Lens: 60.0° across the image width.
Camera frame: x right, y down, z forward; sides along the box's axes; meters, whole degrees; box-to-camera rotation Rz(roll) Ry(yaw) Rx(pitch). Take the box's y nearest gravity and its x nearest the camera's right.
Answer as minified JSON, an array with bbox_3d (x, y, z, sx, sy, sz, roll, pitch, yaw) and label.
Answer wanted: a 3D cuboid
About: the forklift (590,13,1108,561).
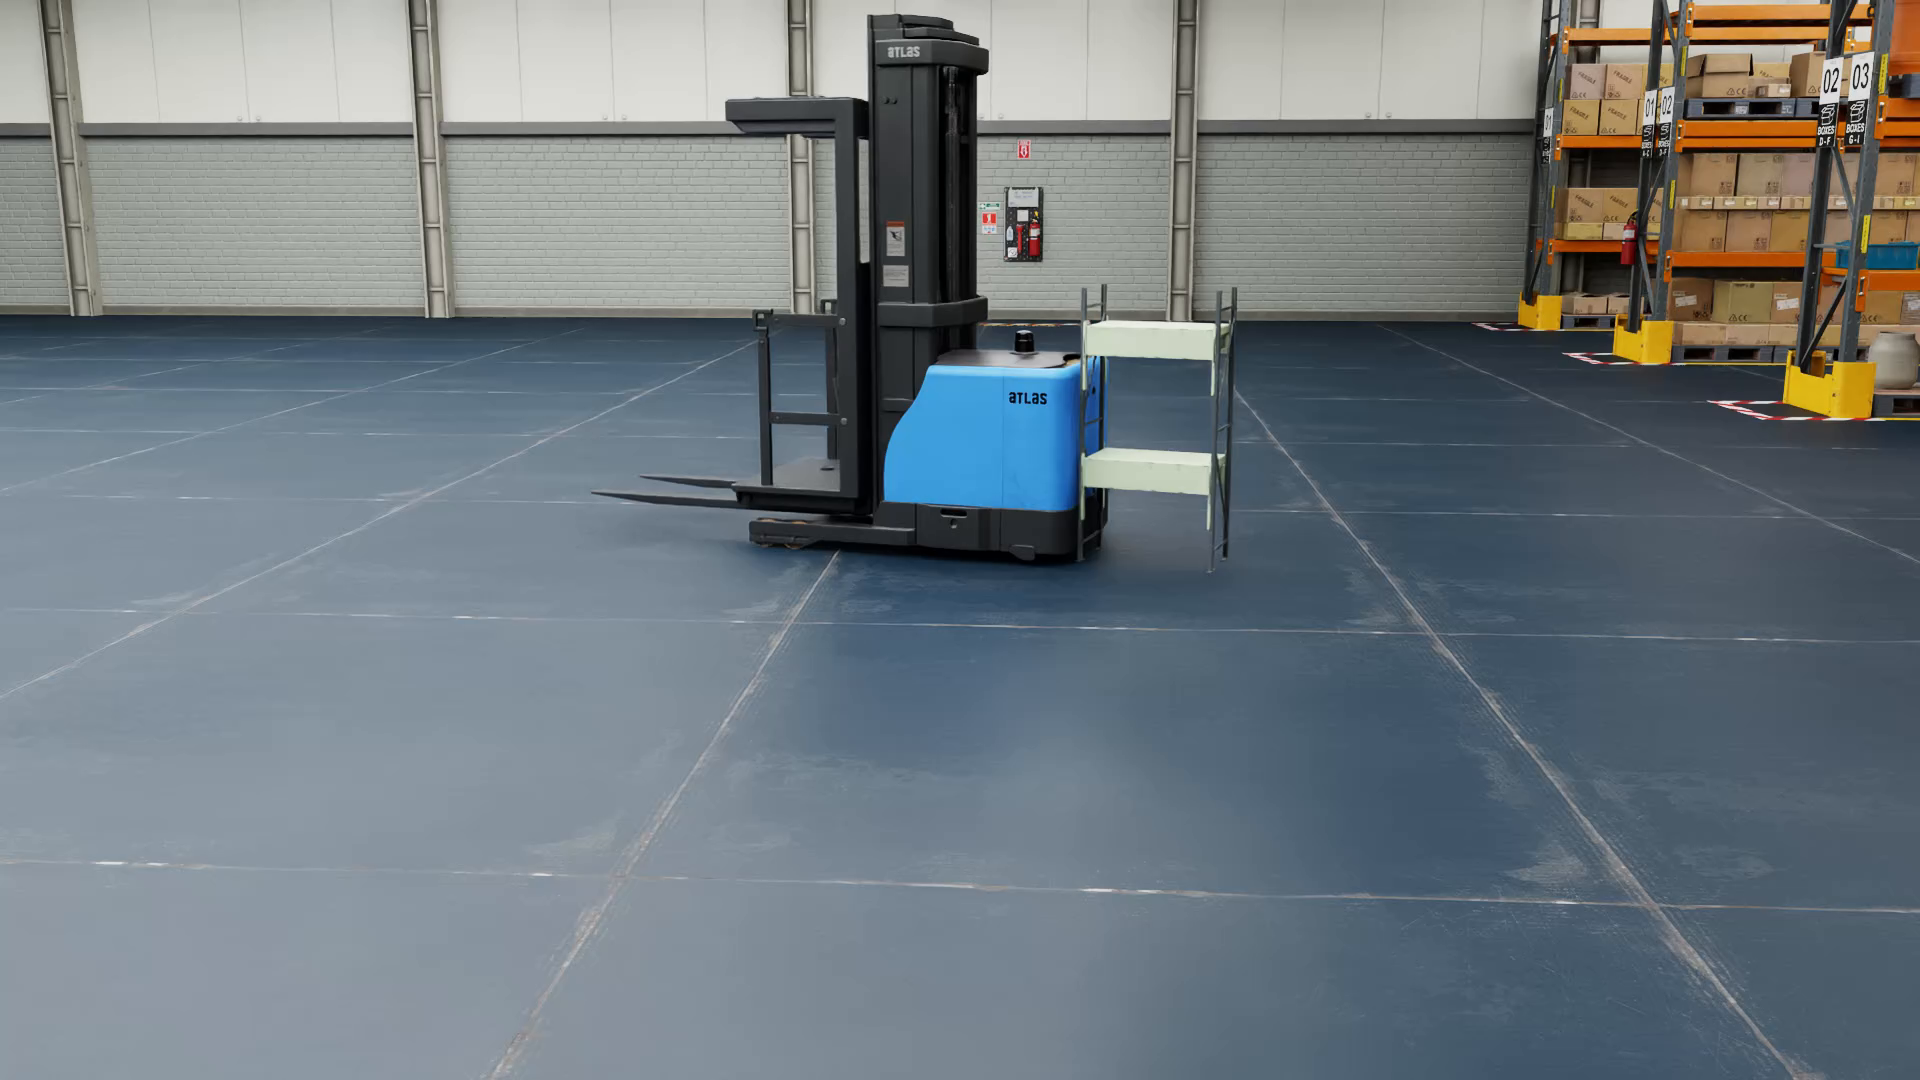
[{"bbox_3d":[-0.699,-1.476,9.667,3.031,2.935,1.130,4,12,18],"label":"forklift"}]

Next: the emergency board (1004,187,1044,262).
[{"bbox_3d":[1.010,-4.996,26.324,0.643,1.169,0.194,1,12,4],"label":"emergency board"}]

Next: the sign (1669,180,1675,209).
[{"bbox_3d":[8.333,-4.042,19.457,0.005,0.325,0.100,1,12,4],"label":"sign"}]

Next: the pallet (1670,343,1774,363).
[{"bbox_3d":[9.142,-2.326,20.372,1.213,0.211,1.003,1,12,4],"label":"pallet"}]

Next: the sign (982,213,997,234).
[{"bbox_3d":[0.465,-5.042,26.457,0.234,0.329,0.001,1,12,4],"label":"sign"}]

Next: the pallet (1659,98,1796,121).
[{"bbox_3d":[9.080,-5.103,19.726,1.213,0.211,1.003,1,12,4],"label":"pallet"}]

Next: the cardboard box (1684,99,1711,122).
[{"bbox_3d":[10.608,-6.152,24.234,0.500,0.500,0.500,2,12,7],"label":"cardboard box"}]

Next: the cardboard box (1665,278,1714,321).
[{"bbox_3d":[8.931,-2.973,20.513,0.500,0.500,0.500,1,12,4],"label":"cardboard box"}]

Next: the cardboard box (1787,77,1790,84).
[{"bbox_3d":[10.097,-5.422,19.886,0.500,0.311,0.500,2,12,10],"label":"cardboard box"}]

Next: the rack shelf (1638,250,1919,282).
[{"bbox_3d":[10.372,-3.313,20.038,4.000,0.370,1.077,1,12,4],"label":"rack shelf"}]

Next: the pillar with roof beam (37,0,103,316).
[{"bbox_3d":[-14.774,-7.257,22.484,0.400,9.000,9.100,1,12,4],"label":"pillar with roof beam"}]

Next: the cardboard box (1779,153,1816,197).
[{"bbox_3d":[9.922,-4.354,19.845,0.500,0.500,0.700,1,12,4],"label":"cardboard box"}]

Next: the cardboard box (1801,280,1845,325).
[{"bbox_3d":[10.393,-2.846,19.904,0.500,0.500,0.500,1,12,4],"label":"cardboard box"}]

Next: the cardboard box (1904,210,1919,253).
[{"bbox_3d":[11.397,-3.698,19.875,0.500,0.500,0.700,1,12,3],"label":"cardboard box"}]

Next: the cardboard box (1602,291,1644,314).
[{"bbox_3d":[9.957,-3.568,24.993,0.500,0.311,0.500,2,12,8],"label":"cardboard box"}]

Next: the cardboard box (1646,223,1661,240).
[{"bbox_3d":[10.196,-4.557,24.546,0.500,0.250,0.500,1,12,3],"label":"cardboard box"}]

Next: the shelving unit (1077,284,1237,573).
[{"bbox_3d":[1.072,-0.621,9.076,0.755,1.500,0.431,5,13,21],"label":"shelving unit"}]

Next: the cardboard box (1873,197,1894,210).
[{"bbox_3d":[10.815,-3.982,19.650,0.250,0.149,0.380,1,12,5],"label":"cardboard box"}]

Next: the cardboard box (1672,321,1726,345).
[{"bbox_3d":[8.896,-2.500,20.082,0.500,0.250,0.500,1,12,4],"label":"cardboard box"}]

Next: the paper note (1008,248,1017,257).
[{"bbox_3d":[0.838,-4.581,26.493,0.142,0.148,0.016,1,12,4],"label":"paper note"}]

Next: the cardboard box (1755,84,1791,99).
[{"bbox_3d":[9.538,-5.260,19.508,0.250,0.149,0.380,1,12,4],"label":"cardboard box"}]

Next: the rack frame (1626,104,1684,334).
[{"bbox_3d":[8.376,-3.693,20.096,0.127,3.000,1.000,1,12,4],"label":"rack frame"}]

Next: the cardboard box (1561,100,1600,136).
[{"bbox_3d":[9.020,-6.176,24.348,0.500,0.500,0.500,1,12,5],"label":"cardboard box"}]

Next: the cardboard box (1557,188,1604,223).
[{"bbox_3d":[9.160,-4.940,24.545,0.500,0.500,0.500,1,12,4],"label":"cardboard box"}]

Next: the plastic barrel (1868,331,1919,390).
[{"bbox_3d":[8.703,-1.675,15.502,0.421,0.512,0.421,0,12,0],"label":"plastic barrel"}]

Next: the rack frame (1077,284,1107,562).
[{"bbox_3d":[0.732,-0.649,9.208,0.023,1.500,0.400,5,13,21],"label":"rack frame"}]

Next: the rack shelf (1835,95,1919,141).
[{"bbox_3d":[10.037,-3.770,14.894,4.000,0.370,1.077,1,12,4],"label":"rack shelf"}]

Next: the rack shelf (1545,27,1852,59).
[{"bbox_3d":[10.699,-7.260,24.263,4.000,0.370,1.077,1,12,4],"label":"rack shelf"}]

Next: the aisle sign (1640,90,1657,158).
[{"bbox_3d":[8.330,-5.026,20.120,0.004,0.787,0.394,1,12,4],"label":"aisle sign"}]

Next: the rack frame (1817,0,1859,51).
[{"bbox_3d":[12.694,-7.587,24.058,0.127,3.000,1.000,1,12,4],"label":"rack frame"}]

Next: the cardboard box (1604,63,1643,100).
[{"bbox_3d":[9.569,-6.649,24.167,0.500,0.500,0.500,1,12,3],"label":"cardboard box"}]

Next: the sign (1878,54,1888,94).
[{"bbox_3d":[8.000,-4.041,14.413,0.005,0.325,0.100,1,12,4],"label":"sign"}]

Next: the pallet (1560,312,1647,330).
[{"bbox_3d":[9.587,-3.321,25.127,1.213,0.211,1.003,1,12,4],"label":"pallet"}]

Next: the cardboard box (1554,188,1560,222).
[{"bbox_3d":[9.188,-5.045,25.047,0.500,0.500,0.500,1,12,3],"label":"cardboard box"}]

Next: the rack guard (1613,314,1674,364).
[{"bbox_3d":[8.352,-2.470,20.353,0.348,0.500,1.175,1,12,4],"label":"rack guard"}]

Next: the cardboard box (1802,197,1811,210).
[{"bbox_3d":[10.038,-3.993,19.701,0.250,0.149,0.380,1,12,3],"label":"cardboard box"}]

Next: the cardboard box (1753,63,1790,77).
[{"bbox_3d":[11.626,-6.623,24.044,0.500,0.500,0.500,1,12,7],"label":"cardboard box"}]

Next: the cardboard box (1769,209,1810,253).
[{"bbox_3d":[9.860,-3.719,19.974,0.500,0.500,0.700,1,12,4],"label":"cardboard box"}]

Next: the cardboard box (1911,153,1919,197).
[{"bbox_3d":[11.420,-4.333,19.746,0.500,0.500,0.700,1,12,4],"label":"cardboard box"}]

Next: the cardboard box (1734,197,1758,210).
[{"bbox_3d":[9.266,-4.003,19.751,0.250,0.149,0.380,1,12,4],"label":"cardboard box"}]

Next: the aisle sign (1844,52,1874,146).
[{"bbox_3d":[7.950,-3.894,14.711,0.004,0.787,0.394,1,12,4],"label":"aisle sign"}]

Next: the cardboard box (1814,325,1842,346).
[{"bbox_3d":[10.393,-2.479,19.982,0.500,0.250,0.500,1,12,4],"label":"cardboard box"}]

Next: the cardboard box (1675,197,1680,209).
[{"bbox_3d":[8.770,-4.093,20.180,0.250,0.149,0.380,1,12,3],"label":"cardboard box"}]

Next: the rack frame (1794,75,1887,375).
[{"bbox_3d":[8.041,-2.681,15.258,0.127,3.000,1.000,1,12,4],"label":"rack frame"}]
